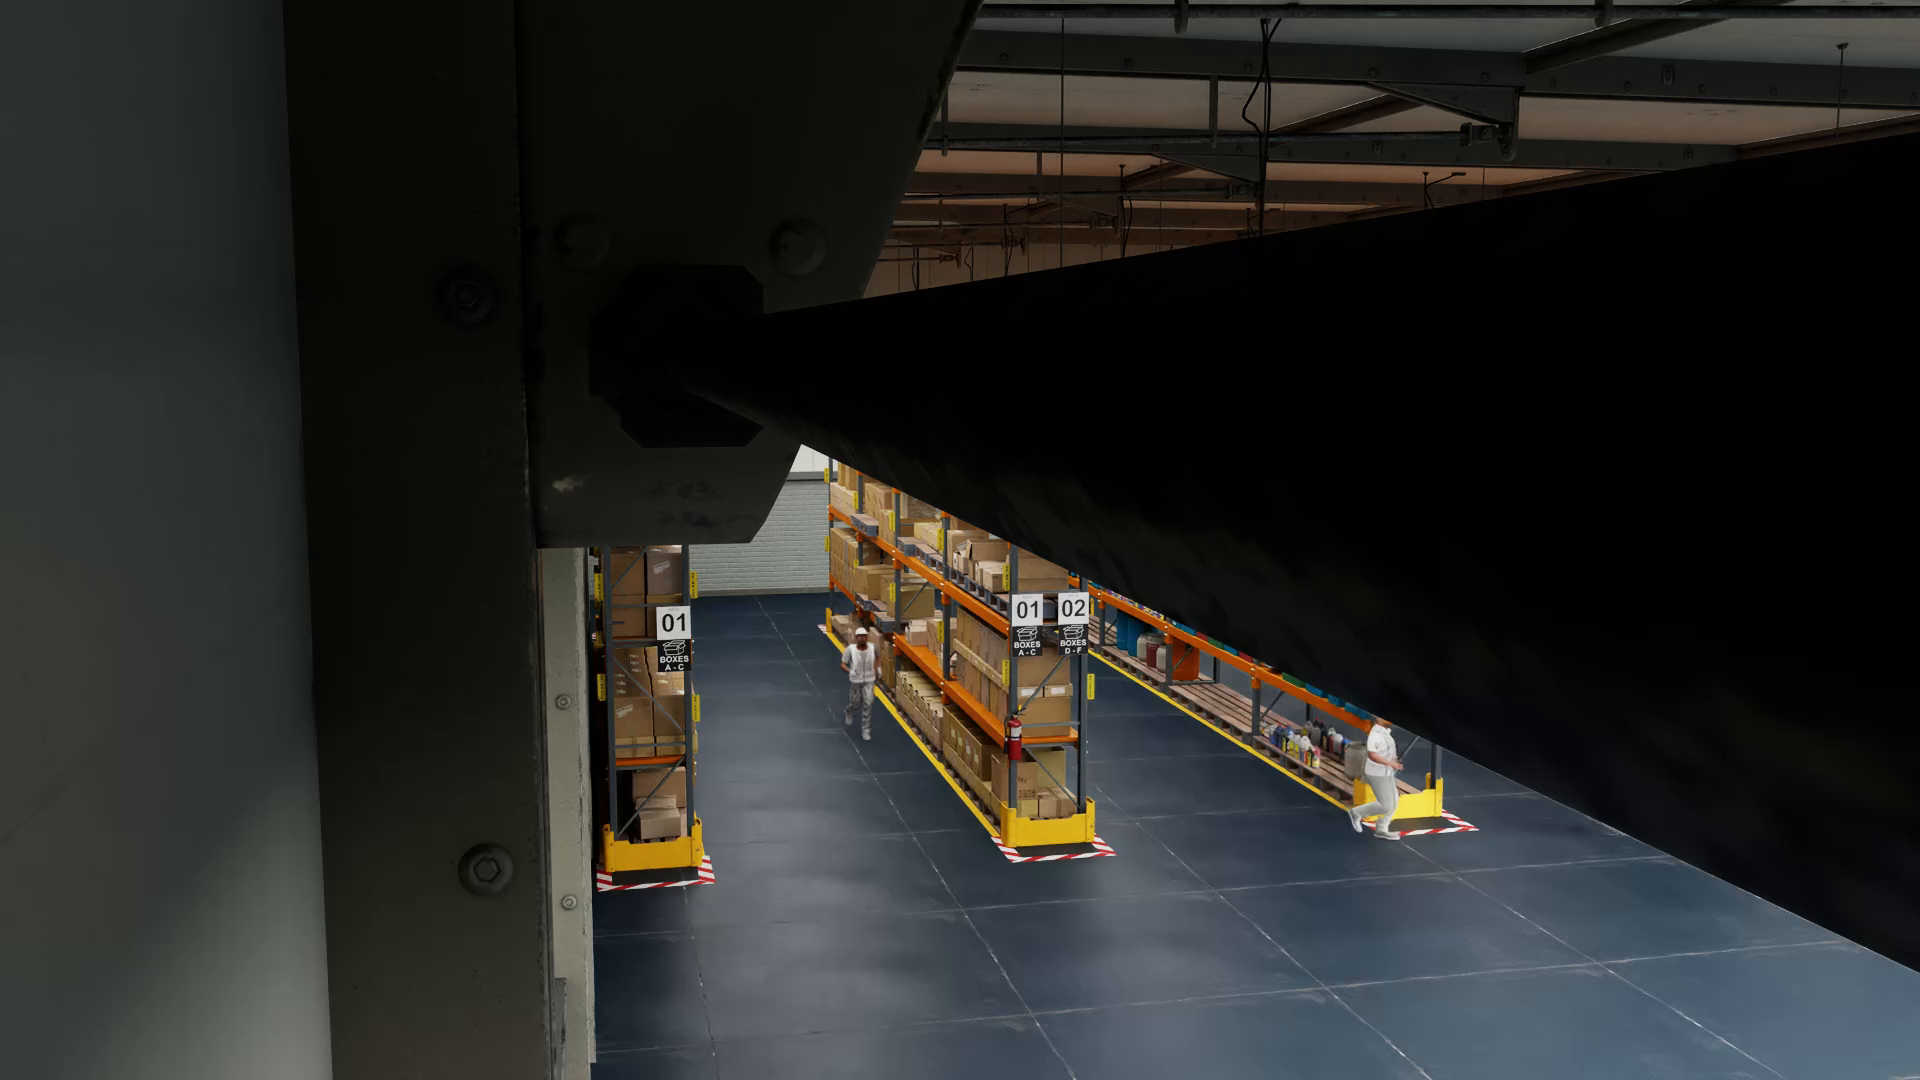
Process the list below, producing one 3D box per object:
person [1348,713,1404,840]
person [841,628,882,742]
[{"bbox_3d":[5.339,2.953,21.230,0.658,1.736,0.658,3,7,22],"label":"person"},{"bbox_3d":[-1.583,2.282,26.790,0.691,1.781,0.930,-2,7,-14],"label":"person"}]
